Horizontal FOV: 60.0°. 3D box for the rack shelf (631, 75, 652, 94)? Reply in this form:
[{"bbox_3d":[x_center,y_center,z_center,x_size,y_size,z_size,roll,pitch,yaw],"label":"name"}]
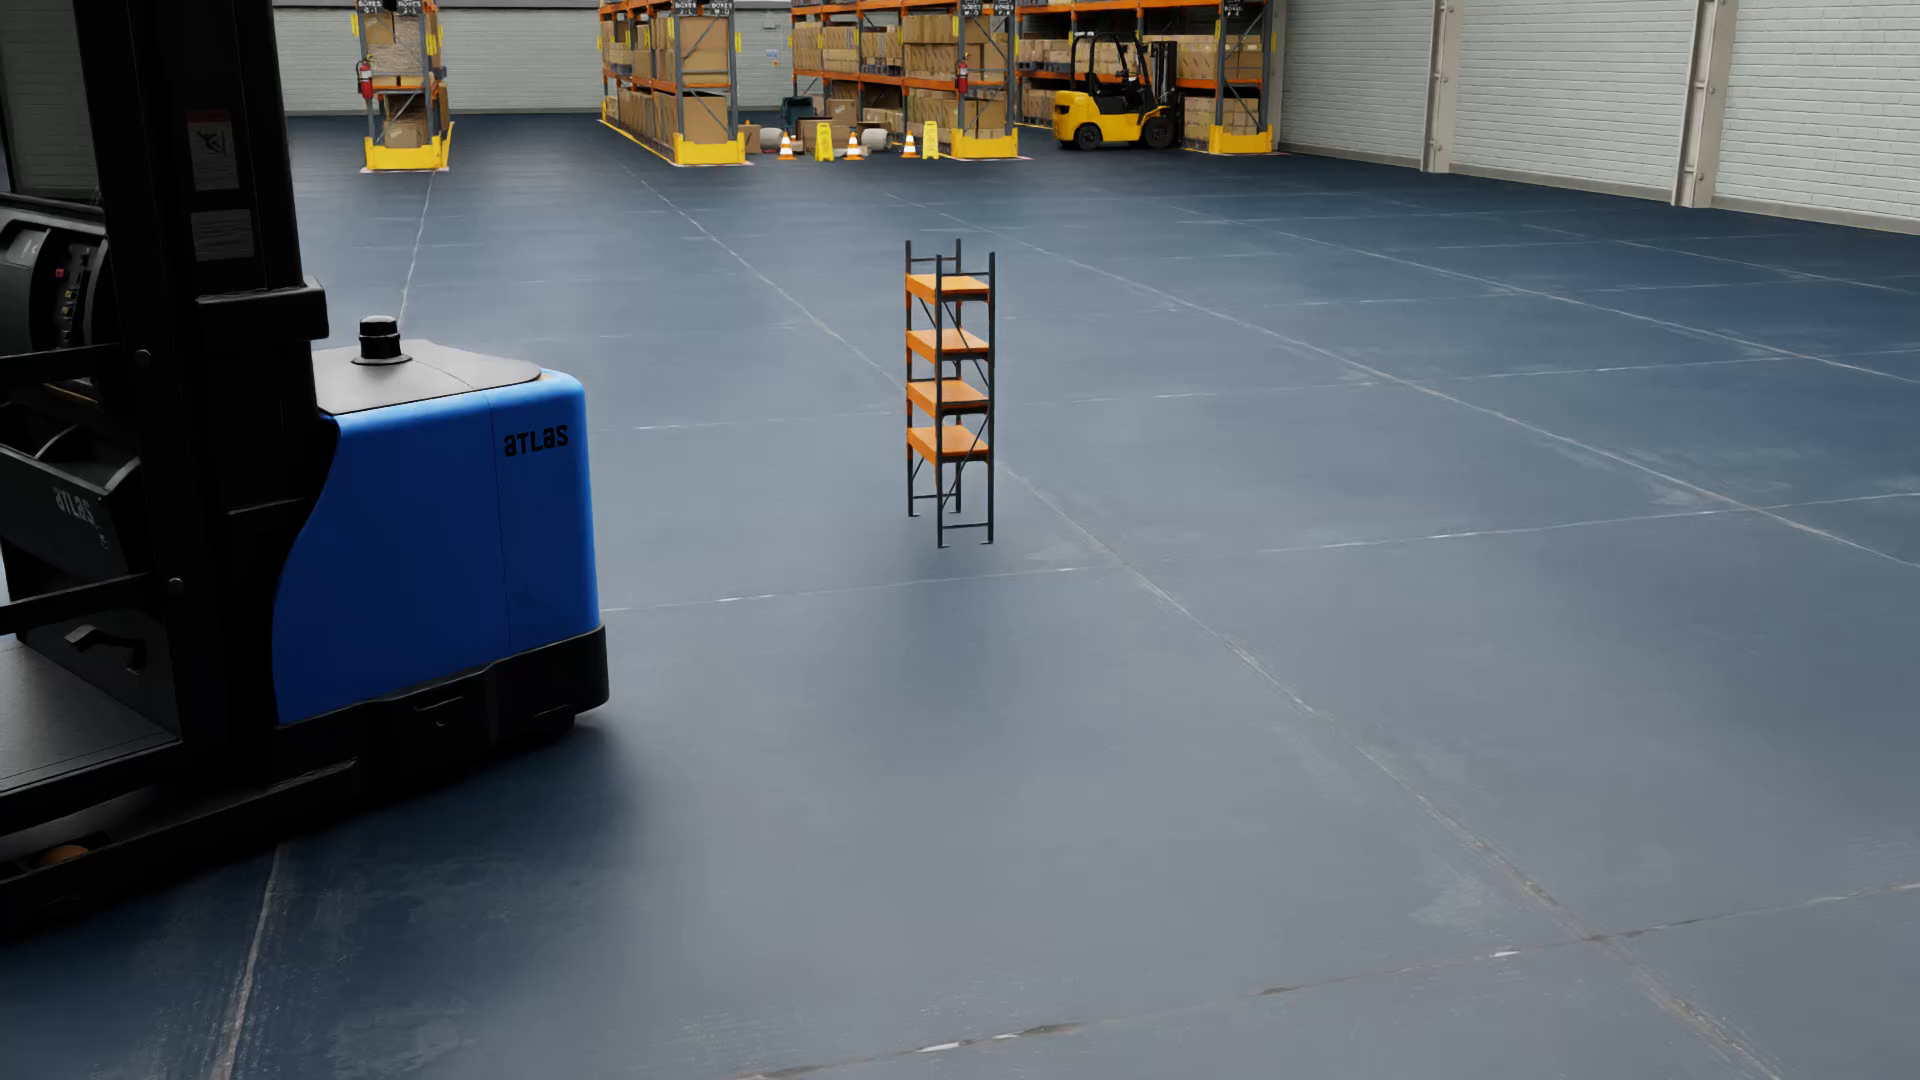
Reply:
[{"bbox_3d":[-5.920,-9.191,33.587,1.077,0.370,4.000,-5,17,-15],"label":"rack shelf"}]

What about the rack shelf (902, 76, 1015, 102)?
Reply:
[{"bbox_3d":[-0.089,-8.504,31.299,1.077,0.370,4.000,-5,17,-15],"label":"rack shelf"}]

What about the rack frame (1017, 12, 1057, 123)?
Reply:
[{"bbox_3d":[1.934,-12.008,41.714,1.000,3.000,0.127,-5,17,-15],"label":"rack frame"}]

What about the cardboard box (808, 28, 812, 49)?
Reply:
[{"bbox_3d":[-3.513,-12.531,41.544,0.500,0.500,0.500,-4,17,-15],"label":"cardboard box"}]

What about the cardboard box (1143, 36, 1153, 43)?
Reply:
[{"bbox_3d":[3.935,-10.185,33.825,0.380,0.149,0.250,-4,17,-14],"label":"cardboard box"}]

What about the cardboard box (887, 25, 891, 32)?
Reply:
[{"bbox_3d":[-1.282,-10.477,34.070,0.380,0.149,0.250,-5,18,-18],"label":"cardboard box"}]

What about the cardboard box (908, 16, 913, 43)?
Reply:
[{"bbox_3d":[-0.607,-9.789,31.898,0.700,0.500,0.500,-5,17,-15],"label":"cardboard box"}]

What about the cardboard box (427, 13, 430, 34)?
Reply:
[{"bbox_3d":[-9.504,-8.908,28.966,0.500,0.500,0.500,-5,17,-15],"label":"cardboard box"}]

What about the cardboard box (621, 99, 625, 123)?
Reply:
[{"bbox_3d":[-7.474,-9.828,38.071,0.500,0.500,0.500,-4,17,-13],"label":"cardboard box"}]

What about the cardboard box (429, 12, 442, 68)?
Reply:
[{"bbox_3d":[-10.251,-9.338,31.051,1.000,1.000,1.000,-5,17,-15],"label":"cardboard box"}]

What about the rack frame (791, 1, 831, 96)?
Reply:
[{"bbox_3d":[-3.936,-12.721,44.088,1.000,3.000,0.127,-5,17,-15],"label":"rack frame"}]

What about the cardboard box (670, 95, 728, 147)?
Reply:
[{"bbox_3d":[-4.521,-7.242,28.811,0.875,0.875,0.875,-5,17,-15],"label":"cardboard box"}]

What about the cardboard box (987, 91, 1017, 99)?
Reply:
[{"bbox_3d":[1.110,-11.702,44.311,0.700,0.500,0.500,-4,17,-13],"label":"cardboard box"}]

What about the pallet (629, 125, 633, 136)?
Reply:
[{"bbox_3d":[-6.683,-8.970,36.446,1.003,0.211,1.213,-5,17,-15],"label":"pallet"}]

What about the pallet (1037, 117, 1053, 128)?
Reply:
[{"bbox_3d":[2.533,-10.113,40.251,1.003,0.211,1.213,-5,17,-15],"label":"pallet"}]

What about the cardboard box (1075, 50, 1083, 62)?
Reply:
[{"bbox_3d":[2.897,-10.925,37.501,0.500,0.250,0.500,-5,17,-15],"label":"cardboard box"}]

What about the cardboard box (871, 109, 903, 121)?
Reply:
[{"bbox_3d":[-1.382,-9.090,35.838,0.950,0.372,0.625,-5,17,-16],"label":"cardboard box"}]

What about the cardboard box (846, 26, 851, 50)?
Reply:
[{"bbox_3d":[-2.280,-11.299,37.440,0.500,0.500,0.500,-4,17,-14],"label":"cardboard box"}]

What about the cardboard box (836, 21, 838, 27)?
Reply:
[{"bbox_3d":[-3.196,-12.594,40.624,0.380,0.149,0.250,-4,17,-14],"label":"cardboard box"}]

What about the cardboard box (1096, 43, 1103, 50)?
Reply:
[{"bbox_3d":[3.203,-10.793,36.366,0.380,0.149,0.250,-4,17,-14],"label":"cardboard box"}]

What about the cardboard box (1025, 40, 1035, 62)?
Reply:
[{"bbox_3d":[1.995,-11.962,40.658,0.700,0.500,0.500,-5,17,-15],"label":"cardboard box"}]

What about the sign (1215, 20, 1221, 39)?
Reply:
[{"bbox_3d":[4.707,-9.318,30.333,0.100,0.325,0.005,-5,17,-15],"label":"sign"}]

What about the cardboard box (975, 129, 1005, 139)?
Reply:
[{"bbox_3d":[0.505,-7.425,30.505,0.500,0.250,0.500,-5,17,-16],"label":"cardboard box"}]

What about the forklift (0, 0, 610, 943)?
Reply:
[{"bbox_3d":[-2.434,-0.629,3.950,1.130,2.935,3.031,15,22,40],"label":"forklift"}]

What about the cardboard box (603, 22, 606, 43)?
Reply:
[{"bbox_3d":[-8.534,-12.541,41.060,0.500,0.500,0.500,-5,17,-16],"label":"cardboard box"}]

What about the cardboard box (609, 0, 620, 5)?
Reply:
[{"bbox_3d":[-7.963,-12.675,38.980,0.500,0.250,0.500,-4,17,-14],"label":"cardboard box"}]

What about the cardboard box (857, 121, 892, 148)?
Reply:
[{"bbox_3d":[-1.652,-7.802,32.052,0.500,0.500,0.500,7,18,23],"label":"cardboard box"}]

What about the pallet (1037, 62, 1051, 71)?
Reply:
[{"bbox_3d":[2.495,-11.347,39.848,1.003,0.211,1.213,-5,17,-15],"label":"pallet"}]

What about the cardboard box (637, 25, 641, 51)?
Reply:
[{"bbox_3d":[-6.356,-10.491,34.751,0.700,0.500,0.500,-5,17,-16],"label":"cardboard box"}]

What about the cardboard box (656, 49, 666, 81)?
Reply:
[{"bbox_3d":[-5.049,-8.644,30.255,0.875,0.550,0.550,-5,17,-15],"label":"cardboard box"}]

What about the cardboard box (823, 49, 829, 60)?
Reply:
[{"bbox_3d":[-2.987,-11.638,39.875,0.500,0.250,0.500,-5,17,-17],"label":"cardboard box"}]

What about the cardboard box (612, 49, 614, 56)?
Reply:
[{"bbox_3d":[-7.686,-11.059,37.743,0.380,0.149,0.250,-5,18,-18],"label":"cardboard box"}]

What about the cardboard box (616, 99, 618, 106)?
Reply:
[{"bbox_3d":[-8.025,-10.462,39.757,0.380,0.149,0.250,-4,17,-15],"label":"cardboard box"}]

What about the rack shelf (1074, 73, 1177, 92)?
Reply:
[{"bbox_3d":[3.583,-10.004,36.293,1.077,0.370,4.000,-5,17,-15],"label":"rack shelf"}]

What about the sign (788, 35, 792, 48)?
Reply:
[{"bbox_3d":[-4.472,-13.131,43.811,0.100,0.325,0.005,-5,17,-15],"label":"sign"}]

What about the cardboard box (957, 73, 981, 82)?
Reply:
[{"bbox_3d":[0.152,-8.262,29.678,0.380,0.149,0.250,-4,17,-13],"label":"cardboard box"}]

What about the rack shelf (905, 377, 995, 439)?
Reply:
[{"bbox_3d":[-0.045,-0.556,6.951,0.258,0.148,0.480,-5,17,-15],"label":"rack shelf"}]

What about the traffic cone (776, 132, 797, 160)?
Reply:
[{"bbox_3d":[-3.052,-6.920,29.186,0.336,0.463,0.334,-5,17,-15],"label":"traffic cone"}]

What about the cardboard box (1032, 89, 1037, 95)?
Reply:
[{"bbox_3d":[2.009,-11.062,41.052,0.380,0.149,0.250,-6,18,-18],"label":"cardboard box"}]

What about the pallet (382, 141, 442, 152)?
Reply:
[{"bbox_3d":[-9.948,-7.100,30.221,1.003,0.211,1.213,-5,17,-15],"label":"pallet"}]

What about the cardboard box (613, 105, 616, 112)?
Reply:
[{"bbox_3d":[-8.138,-10.382,40.010,0.380,0.149,0.250,-5,18,-17],"label":"cardboard box"}]

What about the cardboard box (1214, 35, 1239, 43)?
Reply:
[{"bbox_3d":[4.931,-9.272,30.788,0.380,0.149,0.250,-5,17,-15],"label":"cardboard box"}]

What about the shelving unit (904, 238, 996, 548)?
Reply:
[{"bbox_3d":[-0.045,-0.620,6.932,0.258,1.200,0.503,-5,17,-15],"label":"shelving unit"}]

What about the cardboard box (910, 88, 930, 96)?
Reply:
[{"bbox_3d":[-0.759,-8.732,32.426,0.380,0.149,0.250,-4,17,-14],"label":"cardboard box"}]

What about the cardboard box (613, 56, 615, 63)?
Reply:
[{"bbox_3d":[-7.618,-10.845,37.550,0.380,0.149,0.250,-5,18,-18],"label":"cardboard box"}]

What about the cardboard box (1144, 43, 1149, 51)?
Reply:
[{"bbox_3d":[3.968,-10.045,33.877,0.380,0.149,0.250,-5,17,-16],"label":"cardboard box"}]

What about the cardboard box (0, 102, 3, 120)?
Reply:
[{"bbox_3d":[-22.604,-10.038,38.736,0.500,0.500,0.500,-5,17,-15],"label":"cardboard box"}]
